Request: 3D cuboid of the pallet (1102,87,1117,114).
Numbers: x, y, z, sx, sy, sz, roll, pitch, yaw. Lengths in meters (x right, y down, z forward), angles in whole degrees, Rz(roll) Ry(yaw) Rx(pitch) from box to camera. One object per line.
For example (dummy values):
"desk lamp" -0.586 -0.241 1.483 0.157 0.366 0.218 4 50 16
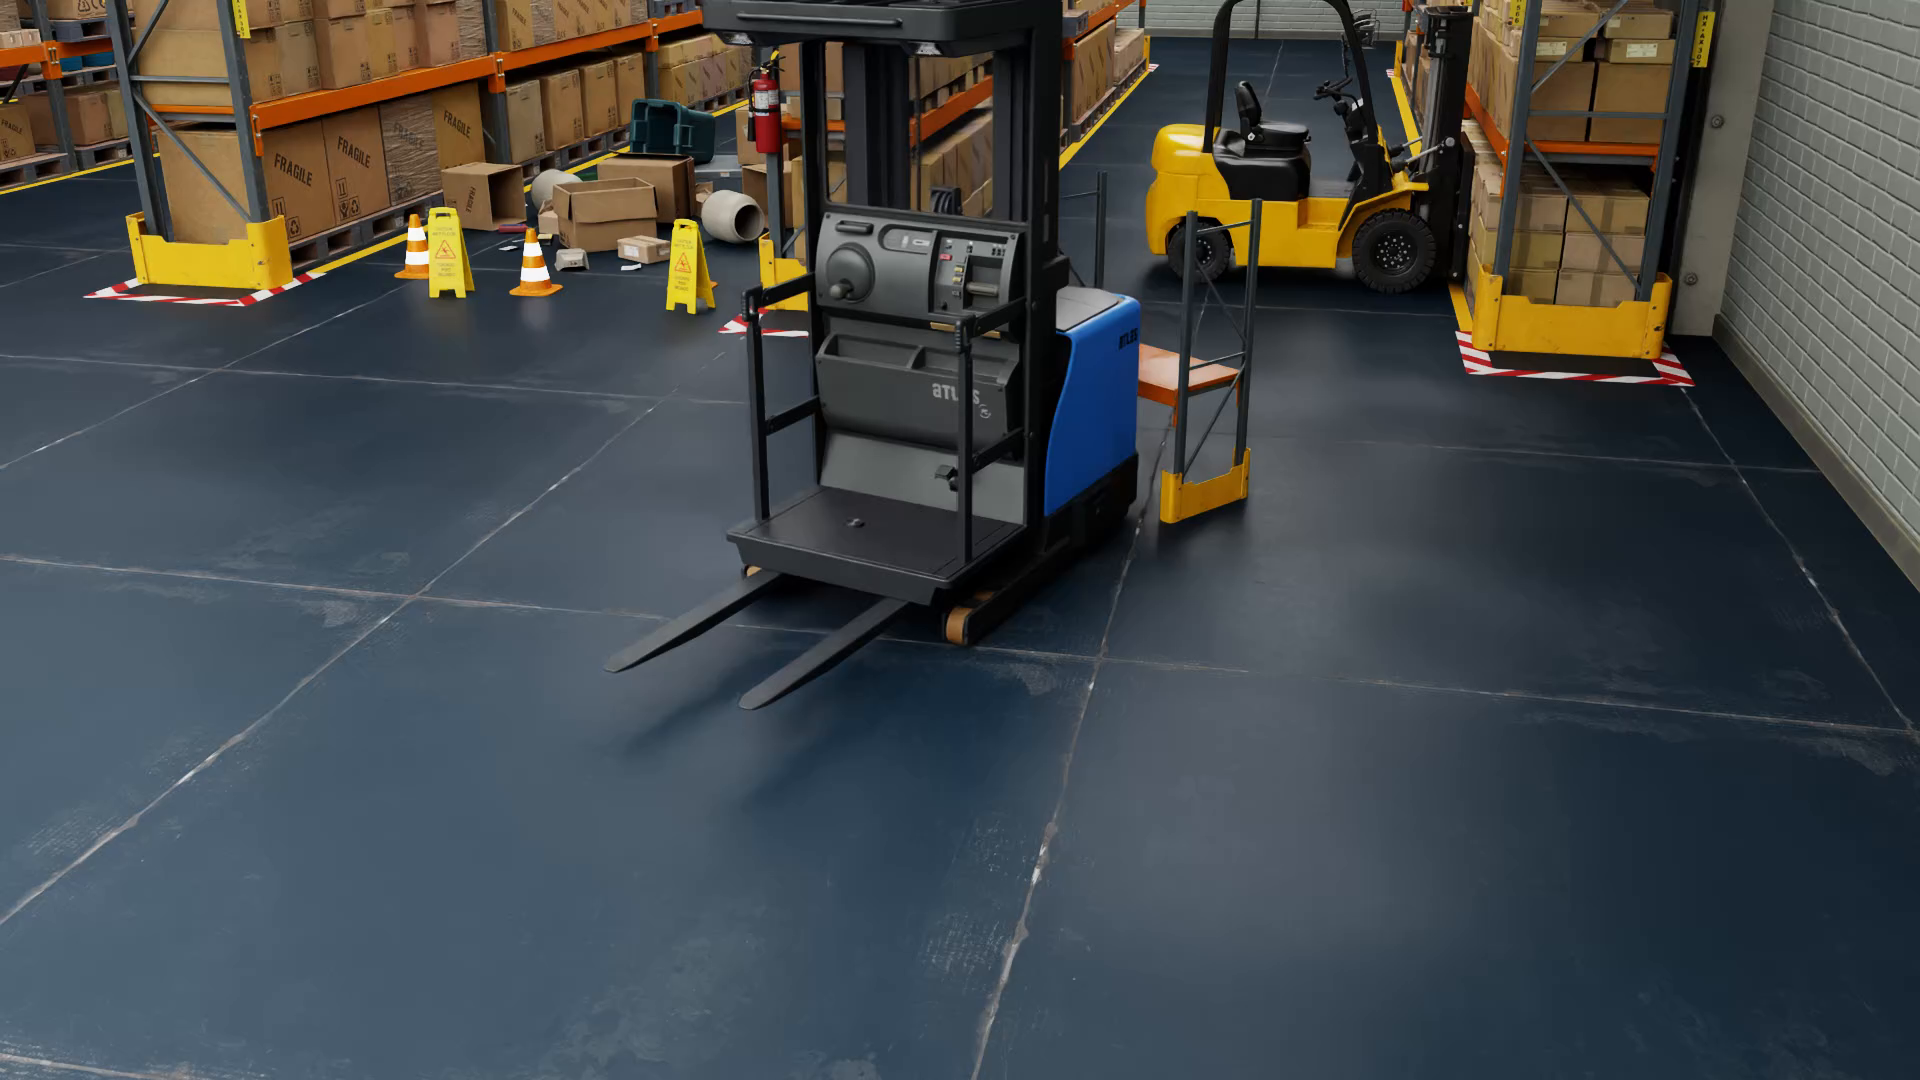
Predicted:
"pallet" 1.510 -5.857 22.115 1.003 0.211 1.213 4 22 11

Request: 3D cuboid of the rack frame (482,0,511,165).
"rack frame" -4.905 -4.853 15.889 1.000 3.000 0.127 4 22 11

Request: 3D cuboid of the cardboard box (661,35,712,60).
"cardboard box" -3.494 -6.299 21.258 0.500 0.250 0.500 5 22 11

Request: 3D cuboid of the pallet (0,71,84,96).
"pallet" -13.401 -6.552 23.839 1.003 0.211 1.213 4 22 11

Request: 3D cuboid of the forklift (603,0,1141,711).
"forklift" -0.286 -1.117 6.705 1.130 2.935 3.031 12 25 27

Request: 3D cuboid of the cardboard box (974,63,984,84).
"cardboard box" -0.010 -3.884 13.818 0.380 0.149 0.250 4 22 10

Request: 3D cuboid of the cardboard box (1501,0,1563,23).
"cardboard box" 3.987 -3.685 11.587 0.380 0.149 0.250 5 22 12

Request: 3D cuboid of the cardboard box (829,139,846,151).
"cardboard box" -0.937 -3.070 12.709 0.380 0.149 0.250 5 22 12

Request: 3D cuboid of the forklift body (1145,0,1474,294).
"forklift body" 2.606 -3.112 12.701 2.313 2.155 1.214 4 22 11

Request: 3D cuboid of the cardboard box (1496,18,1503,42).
"cardboard box" 4.040 -3.640 11.873 0.380 0.149 0.250 5 22 11

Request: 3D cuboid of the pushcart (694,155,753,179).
"pushcart" -2.281 -3.452 15.920 1.648 0.377 0.936 -3 22 -8

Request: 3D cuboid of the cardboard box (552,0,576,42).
"cardboard box" -4.327 -5.439 17.209 0.500 0.500 0.500 4 22 11

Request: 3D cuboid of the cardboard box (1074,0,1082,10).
"cardboard box" 1.124 -6.066 19.101 0.500 0.250 0.500 4 22 10

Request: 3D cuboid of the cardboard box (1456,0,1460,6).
"cardboard box" 4.879 -4.873 15.468 0.500 0.250 0.500 5 22 12

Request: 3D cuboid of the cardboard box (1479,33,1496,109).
"cardboard box" 4.160 -3.481 12.347 0.500 0.500 0.500 5 22 11

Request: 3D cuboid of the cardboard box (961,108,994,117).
"cardboard box" 0.104 -3.543 14.751 0.500 0.500 0.500 4 22 10

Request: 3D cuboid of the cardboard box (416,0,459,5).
"cardboard box" -5.012 -5.082 14.809 0.875 0.550 0.550 4 22 11

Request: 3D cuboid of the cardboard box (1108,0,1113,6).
"cardboard box" 1.749 -7.186 21.882 0.500 0.250 0.500 4 22 10

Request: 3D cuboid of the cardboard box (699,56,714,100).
"cardboard box" -3.495 -5.963 21.428 0.500 0.500 0.500 4 22 10

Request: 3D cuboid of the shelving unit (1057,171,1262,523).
"shelving unit" 0.885 -0.997 8.321 0.587 1.500 1.083 -18 28 -38

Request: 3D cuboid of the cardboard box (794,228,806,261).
"cardboard box" -0.948 -2.294 12.654 0.500 0.250 0.500 4 22 11

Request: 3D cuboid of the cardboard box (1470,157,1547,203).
"cardboard box" 3.986 -2.621 12.126 0.500 0.250 0.500 5 22 12

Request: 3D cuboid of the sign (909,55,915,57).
"sign" -0.323 -3.410 11.147 0.100 0.325 0.005 4 22 11

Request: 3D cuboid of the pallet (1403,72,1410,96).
"pallet" 6.842 -6.467 23.628 1.003 0.211 1.213 4 22 11

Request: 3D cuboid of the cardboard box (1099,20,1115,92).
"cardboard box" 1.546 -6.415 22.049 0.875 0.875 0.875 5 23 13

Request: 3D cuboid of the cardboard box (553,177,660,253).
"cardboard box" -2.975 -2.727 13.952 0.797 0.503 0.637 -11 25 -26

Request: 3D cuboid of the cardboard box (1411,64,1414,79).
"cardboard box" 6.353 -6.345 22.691 0.396 0.266 0.258 5 23 13

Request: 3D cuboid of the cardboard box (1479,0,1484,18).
"cardboard box" 4.499 -4.387 13.728 0.380 0.149 0.250 4 22 10

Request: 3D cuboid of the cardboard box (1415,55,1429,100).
"cardboard box" 6.135 -5.937 21.364 0.500 0.500 0.500 5 23 13

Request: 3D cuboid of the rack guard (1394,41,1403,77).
"rack guard" 7.255 -7.337 25.403 1.175 0.500 0.348 4 22 11

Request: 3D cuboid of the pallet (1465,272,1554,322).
"pallet" 4.120 -1.663 11.699 1.003 0.211 1.213 4 22 11

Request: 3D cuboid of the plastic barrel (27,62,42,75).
"plastic barrel" -13.431 -6.956 23.879 0.421 0.512 0.421 0 22 0

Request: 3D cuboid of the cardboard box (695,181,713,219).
"cardboard box" -2.306 -3.110 15.221 0.258 0.266 0.396 -11 25 -26

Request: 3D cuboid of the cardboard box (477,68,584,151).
"cardboard box" -4.666 -4.591 17.687 1.050 0.750 0.750 4 22 11

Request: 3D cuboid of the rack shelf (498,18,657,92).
"rack shelf" -4.497 -5.251 17.840 1.077 0.370 4.000 4 22 11

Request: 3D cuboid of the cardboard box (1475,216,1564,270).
"cardboard box" 3.799 -2.026 11.319 0.500 0.250 0.500 4 22 10

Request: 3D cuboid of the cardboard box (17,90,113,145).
"cardboard box" -9.594 -4.536 17.858 0.700 0.500 0.500 3 22 7

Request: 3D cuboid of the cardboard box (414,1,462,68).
"cardboard box" -5.059 -4.584 15.020 0.875 0.550 0.550 4 22 11

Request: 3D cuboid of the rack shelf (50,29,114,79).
"rack shelf" -9.332 -5.666 18.870 1.077 0.370 4.000 4 22 11

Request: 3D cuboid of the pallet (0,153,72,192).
"pallet" -9.842 -3.727 16.824 1.003 0.211 1.213 4 22 11

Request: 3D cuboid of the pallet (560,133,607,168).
"pallet" -4.574 -4.295 18.236 1.003 0.211 1.213 4 22 11

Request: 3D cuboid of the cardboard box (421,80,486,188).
"cardboard box" -5.102 -3.838 15.650 0.875 0.875 0.875 5 22 12

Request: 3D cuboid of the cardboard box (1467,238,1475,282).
"cardboard box" 3.903 -1.969 11.847 0.500 0.250 0.500 4 22 11

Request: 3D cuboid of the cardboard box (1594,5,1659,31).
"cardboard box" 4.409 -3.456 11.018 0.380 0.149 0.250 5 22 12

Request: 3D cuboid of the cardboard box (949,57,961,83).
"cardboard box" -0.281 -3.763 12.649 0.500 0.500 0.500 4 22 10

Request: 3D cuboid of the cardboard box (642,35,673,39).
"cardboard box" -3.994 -6.340 21.360 0.500 0.250 0.500 5 22 12

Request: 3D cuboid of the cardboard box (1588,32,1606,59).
"cardboard box" 4.317 -3.220 10.831 0.380 0.149 0.250 4 22 11

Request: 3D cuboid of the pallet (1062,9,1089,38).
"pallet" 0.737 -5.618 18.045 1.213 0.211 1.003 4 22 11

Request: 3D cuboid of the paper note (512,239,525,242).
"paper note" -3.760 -2.554 14.181 0.032 0.001 0.123 18 28 38

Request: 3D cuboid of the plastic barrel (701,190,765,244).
"plastic barrel" -1.915 -2.726 14.055 0.421 0.421 0.512 -16 27 -35

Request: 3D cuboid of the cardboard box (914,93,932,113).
"cardboard box" -0.412 -3.226 12.185 0.380 0.149 0.250 4 22 9

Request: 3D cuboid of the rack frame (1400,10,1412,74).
"rack frame" 7.270 -8.525 25.005 1.000 3.000 0.127 4 22 11
